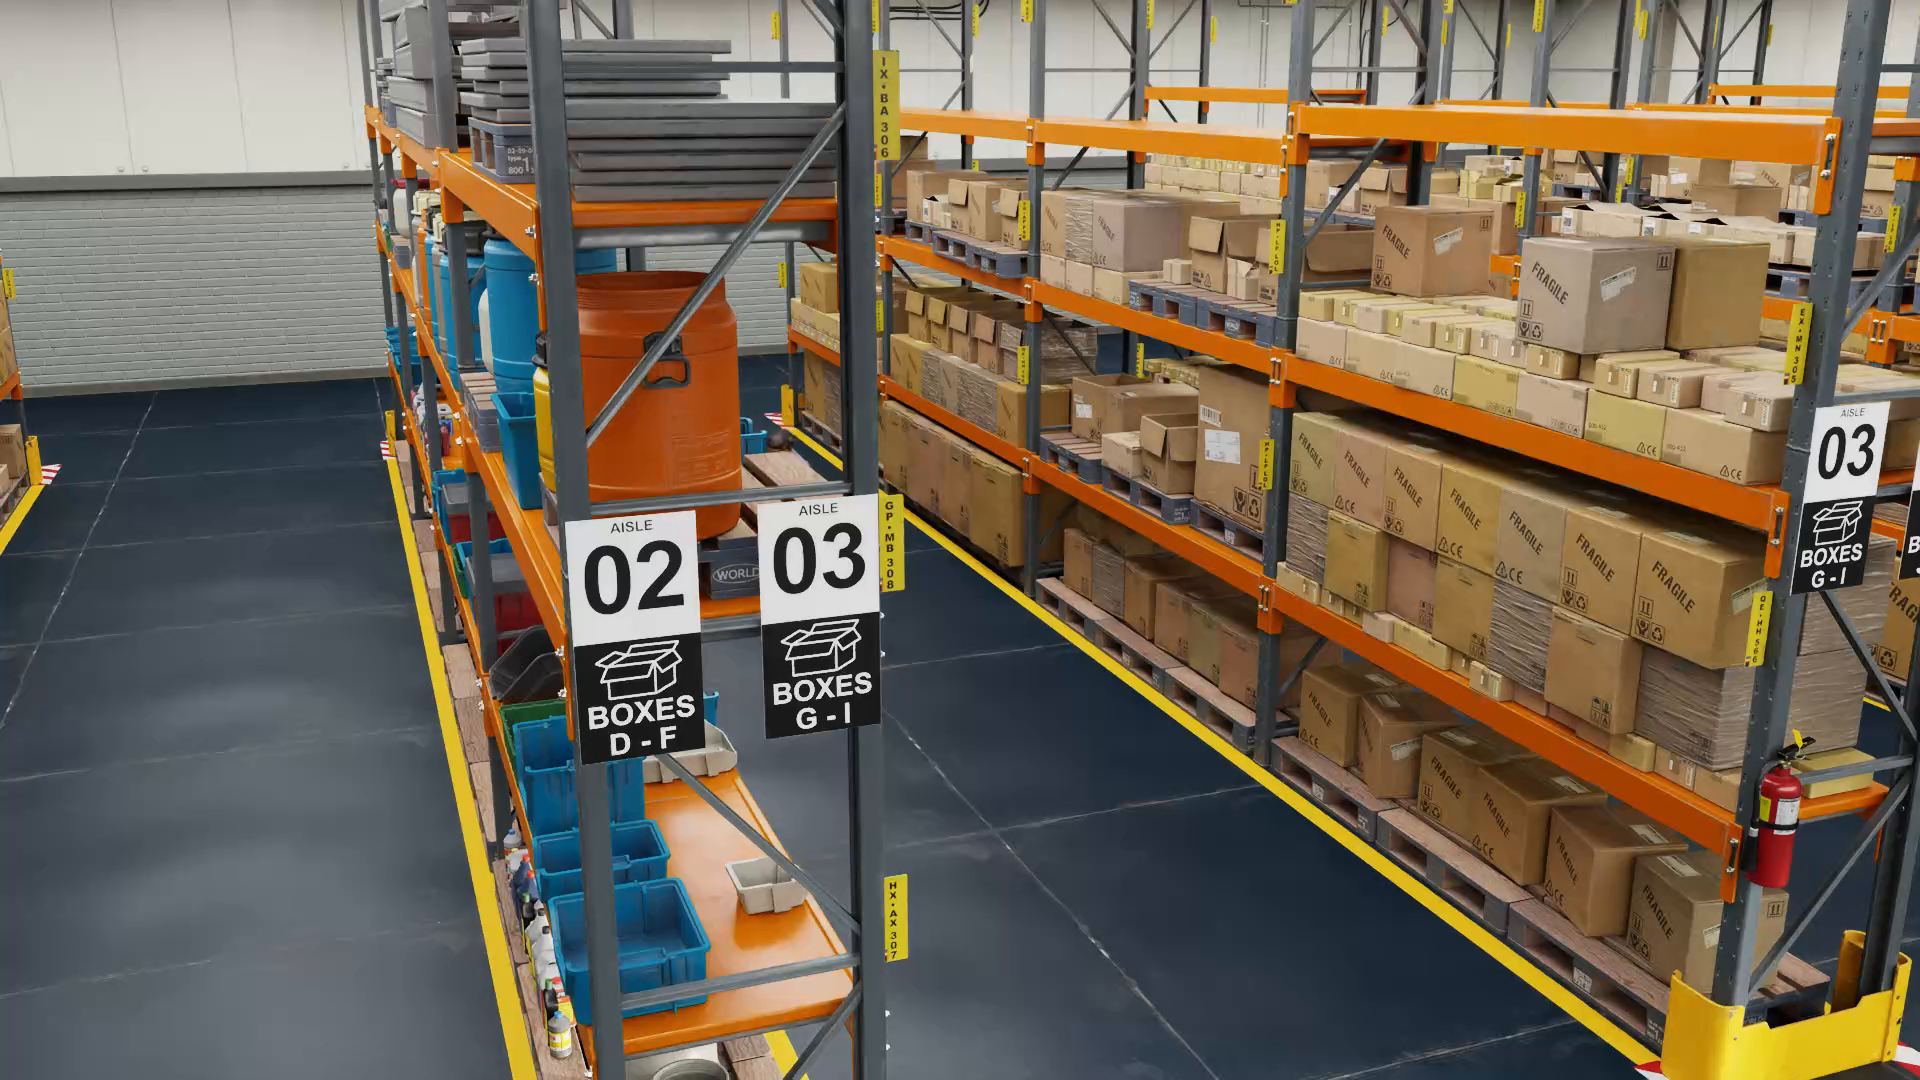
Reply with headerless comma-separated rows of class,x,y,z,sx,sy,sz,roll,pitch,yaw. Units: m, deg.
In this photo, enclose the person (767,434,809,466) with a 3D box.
person,-1.411,-0.172,14.379,0.485,1.546,0.515,-6,17,-19
